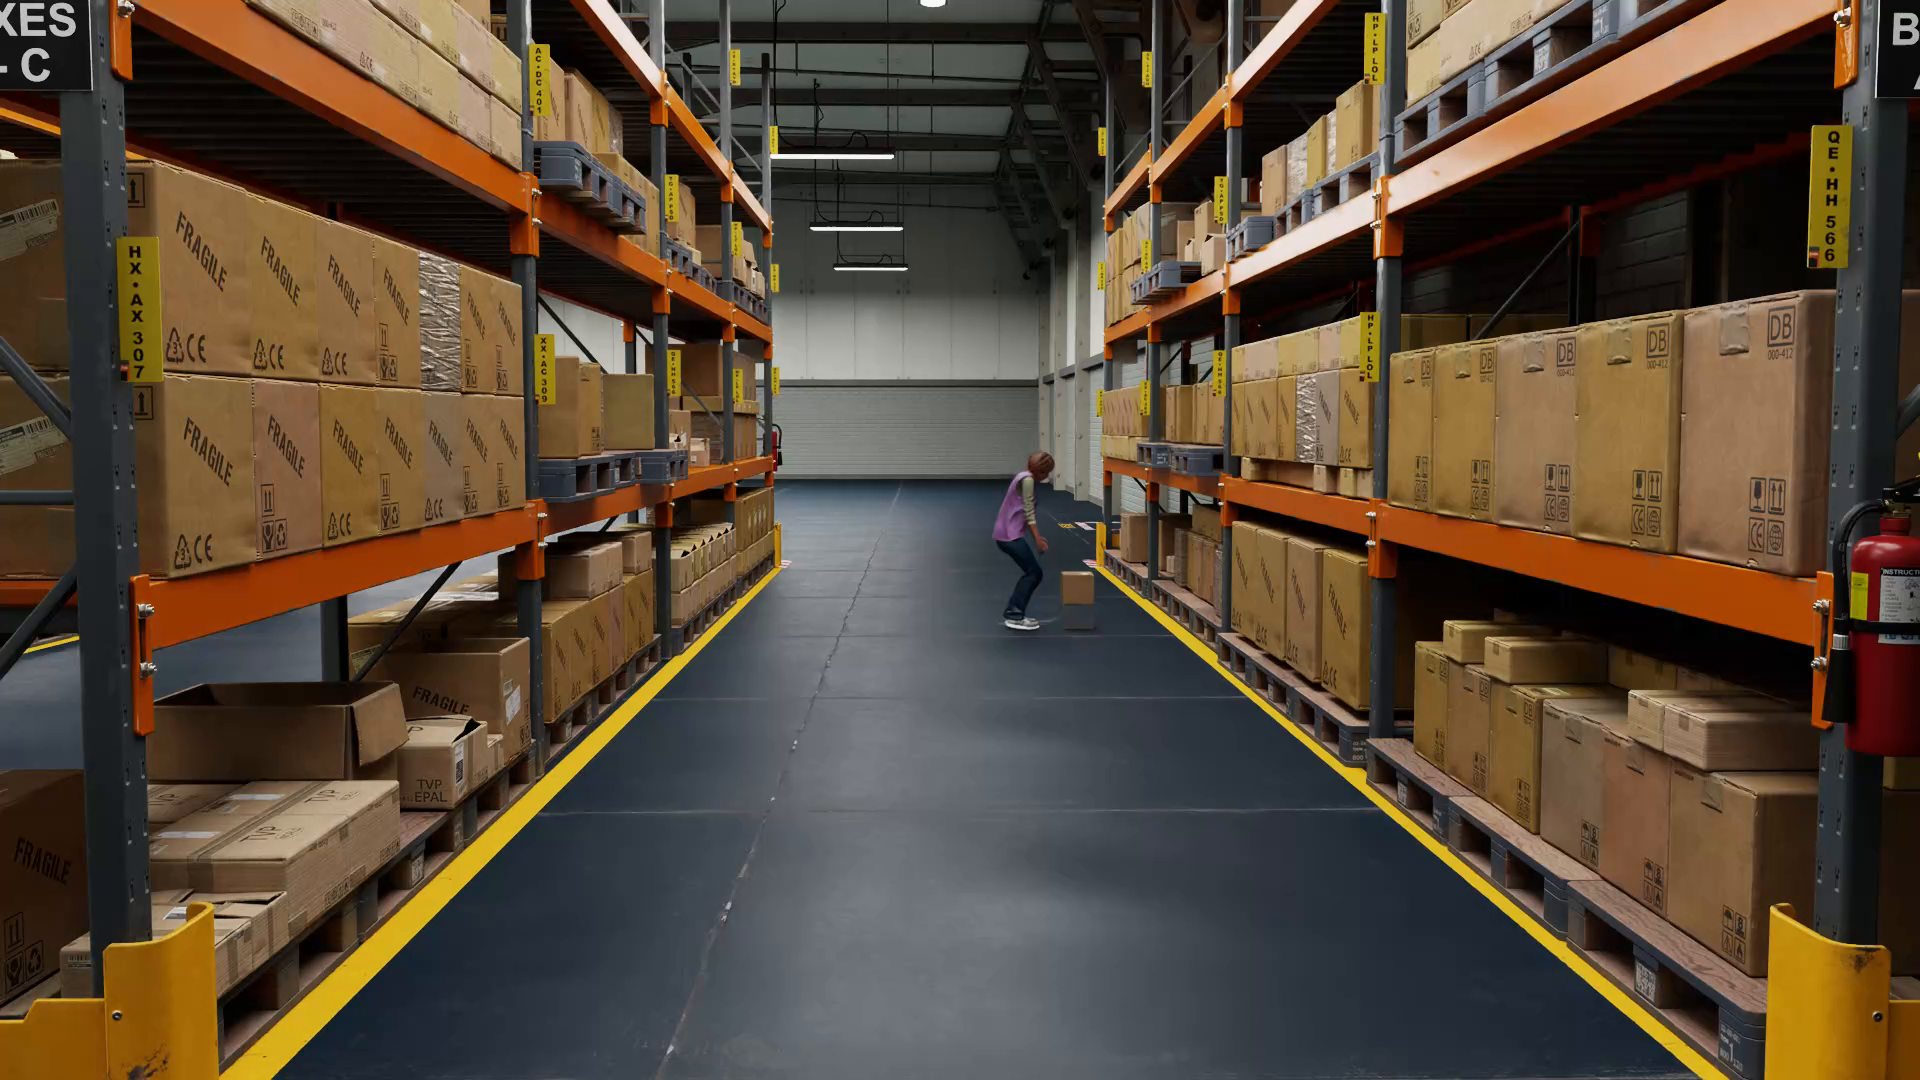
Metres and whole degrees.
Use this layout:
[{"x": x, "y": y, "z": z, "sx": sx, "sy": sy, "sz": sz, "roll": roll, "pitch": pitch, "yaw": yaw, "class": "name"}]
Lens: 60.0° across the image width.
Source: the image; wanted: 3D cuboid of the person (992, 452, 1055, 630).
[{"x": 0.523, "y": 0.000, "z": 13.783, "sx": 0.518, "sy": 1.464, "sz": 0.451, "roll": 0, "pitch": 4, "yaw": 0, "class": "person"}]
